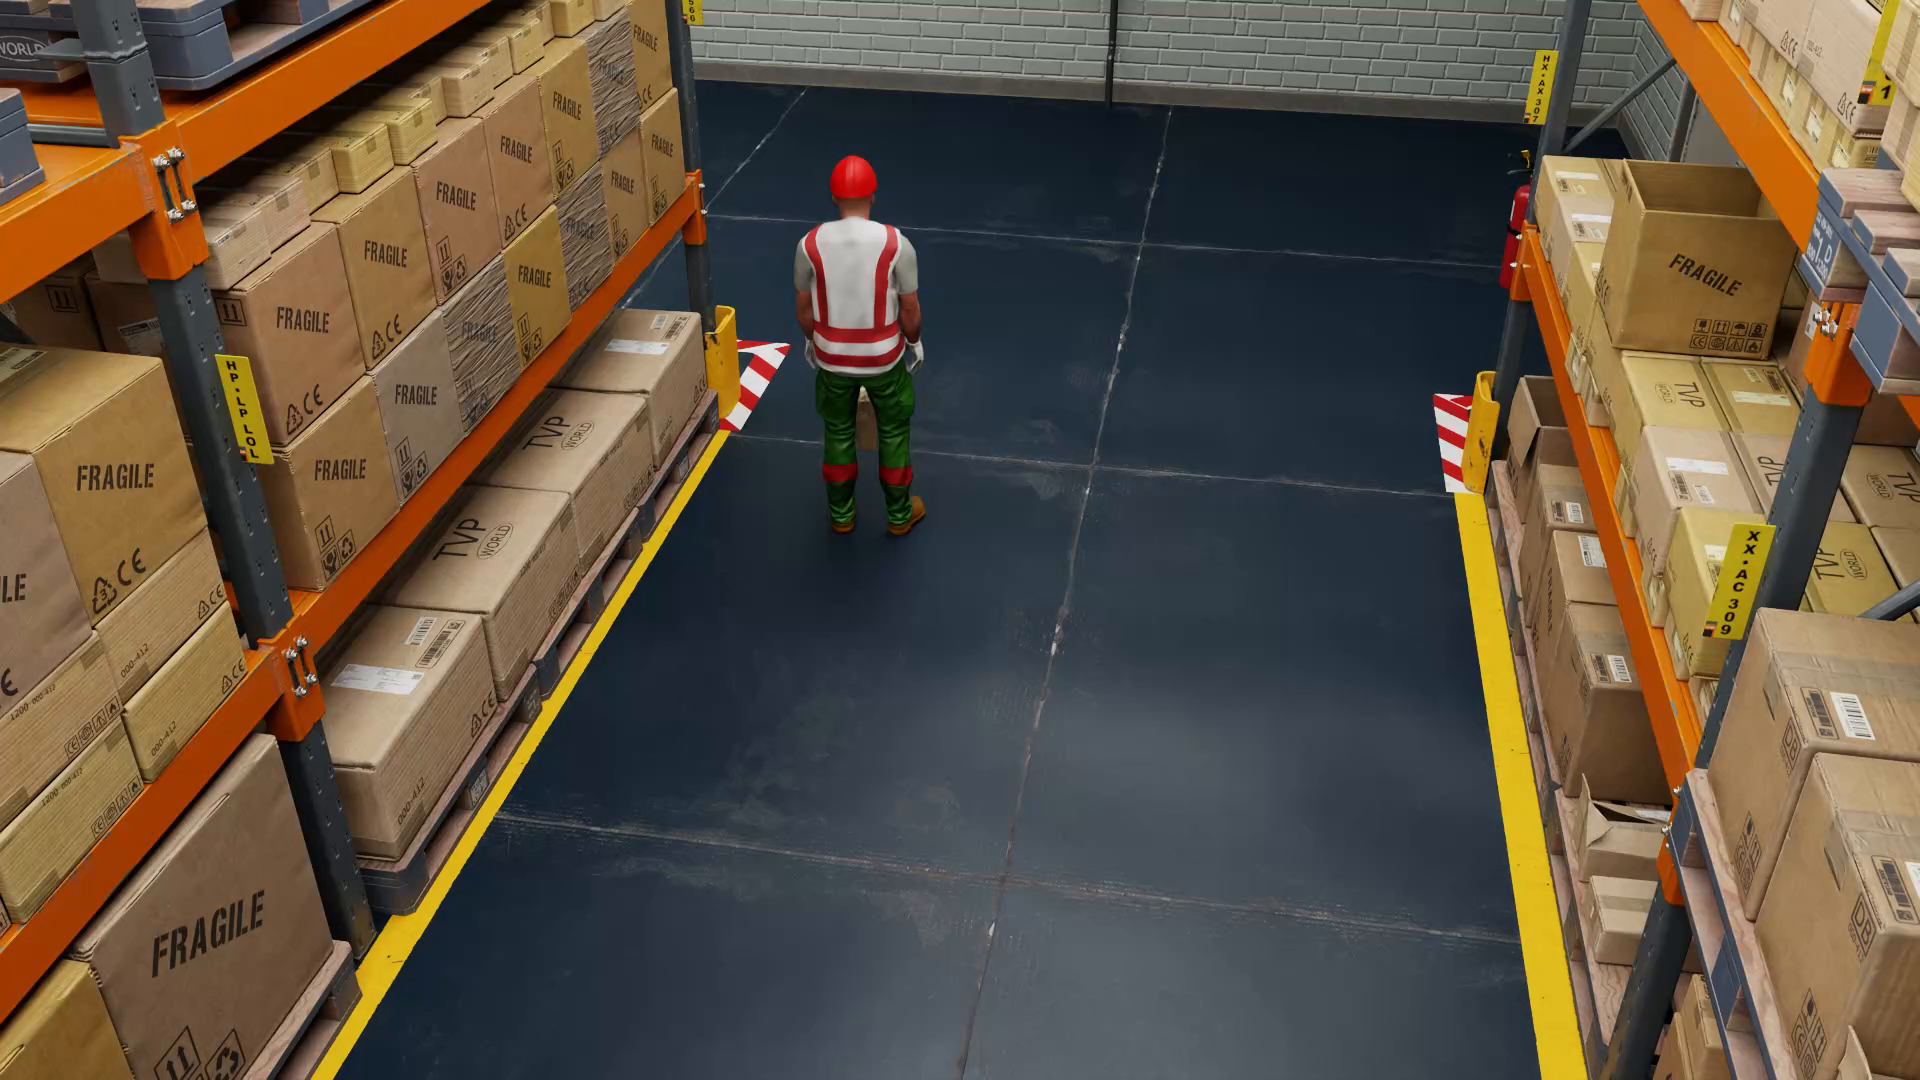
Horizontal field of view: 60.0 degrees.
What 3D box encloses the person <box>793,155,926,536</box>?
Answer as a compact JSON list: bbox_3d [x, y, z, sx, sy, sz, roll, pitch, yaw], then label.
[{"bbox_3d":[-0.444,-0.834,7.447,0.555,1.784,0.422,3,32,5],"label":"person"}]
